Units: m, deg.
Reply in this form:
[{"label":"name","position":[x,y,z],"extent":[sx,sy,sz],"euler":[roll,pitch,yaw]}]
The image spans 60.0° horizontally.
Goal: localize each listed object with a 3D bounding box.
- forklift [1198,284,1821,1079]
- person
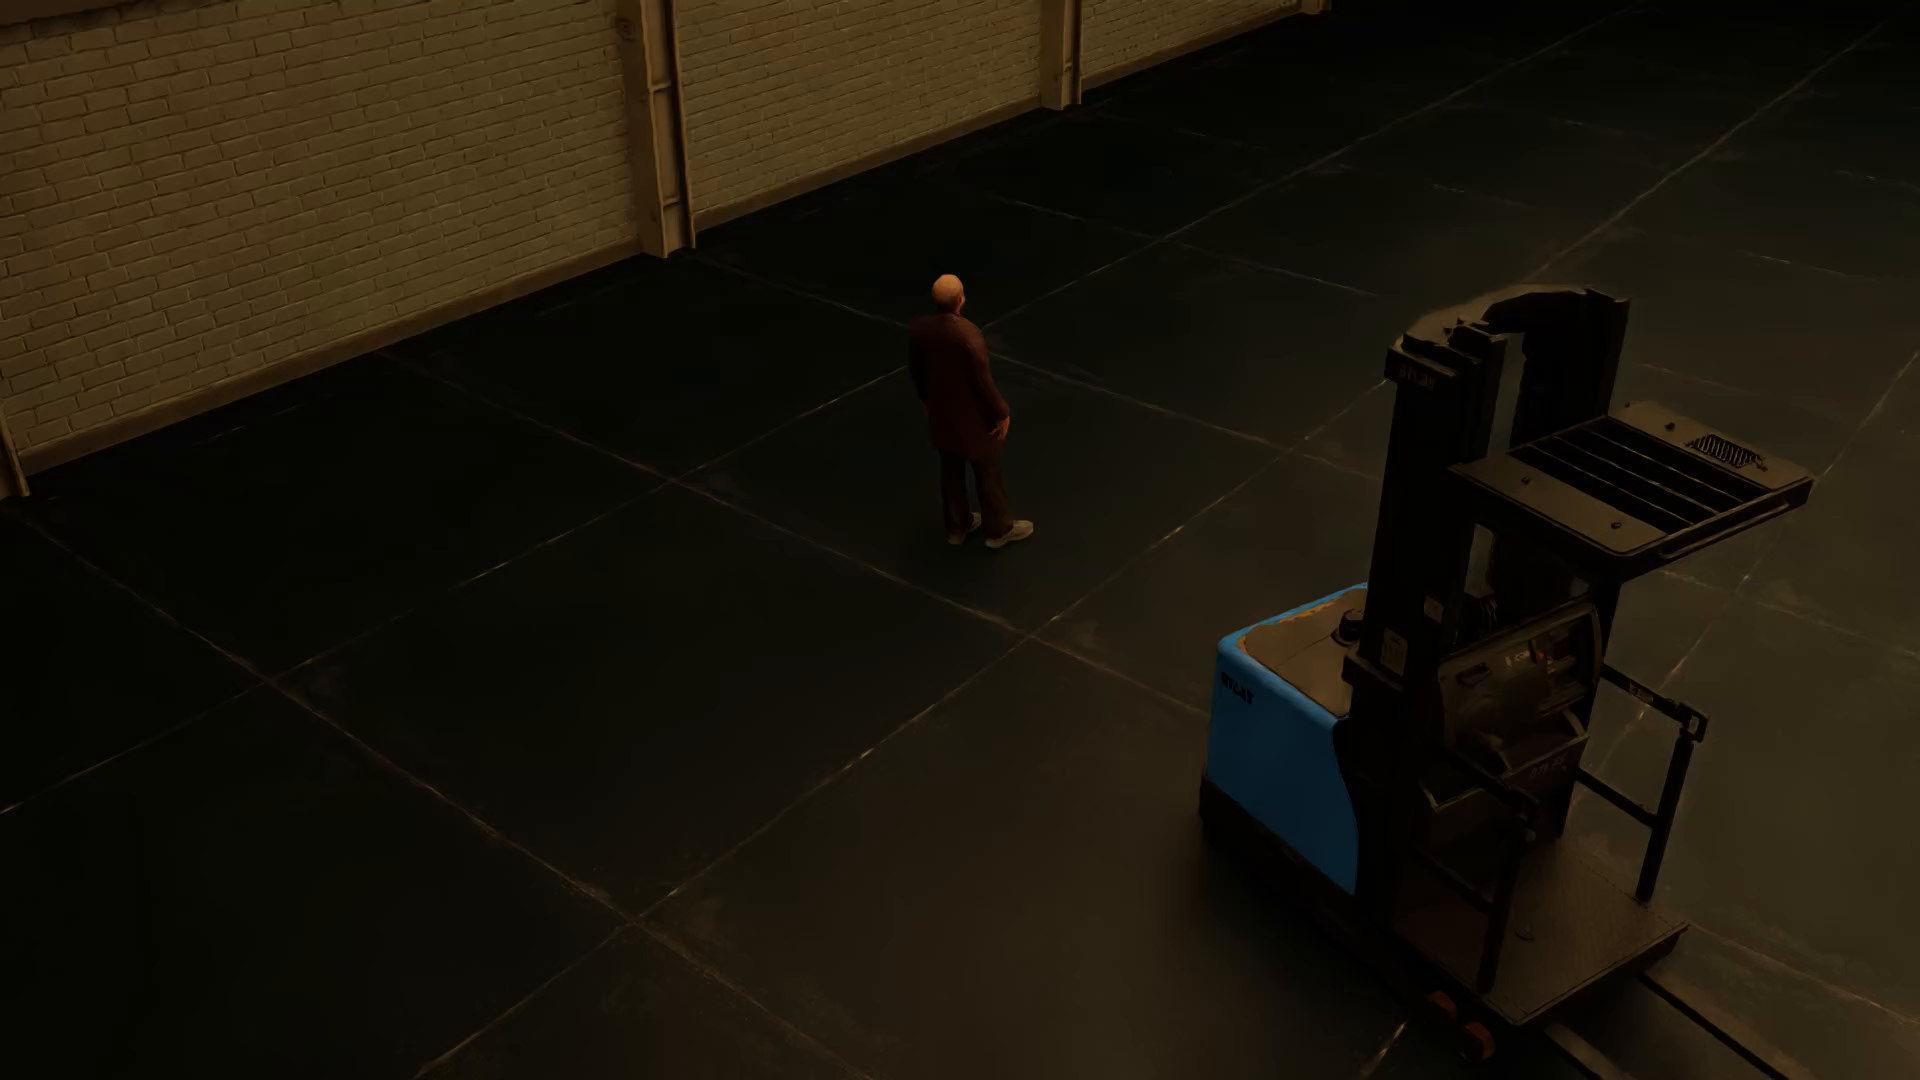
[{"label":"forklift","position":[2.379,0.604,6.560],"extent":[1.130,2.935,3.031],"euler":[-18,35,-28]},{"label":"person","position":[0.061,-0.808,10.107],"extent":[0.694,1.776,0.580],"euler":[22,37,33]}]
